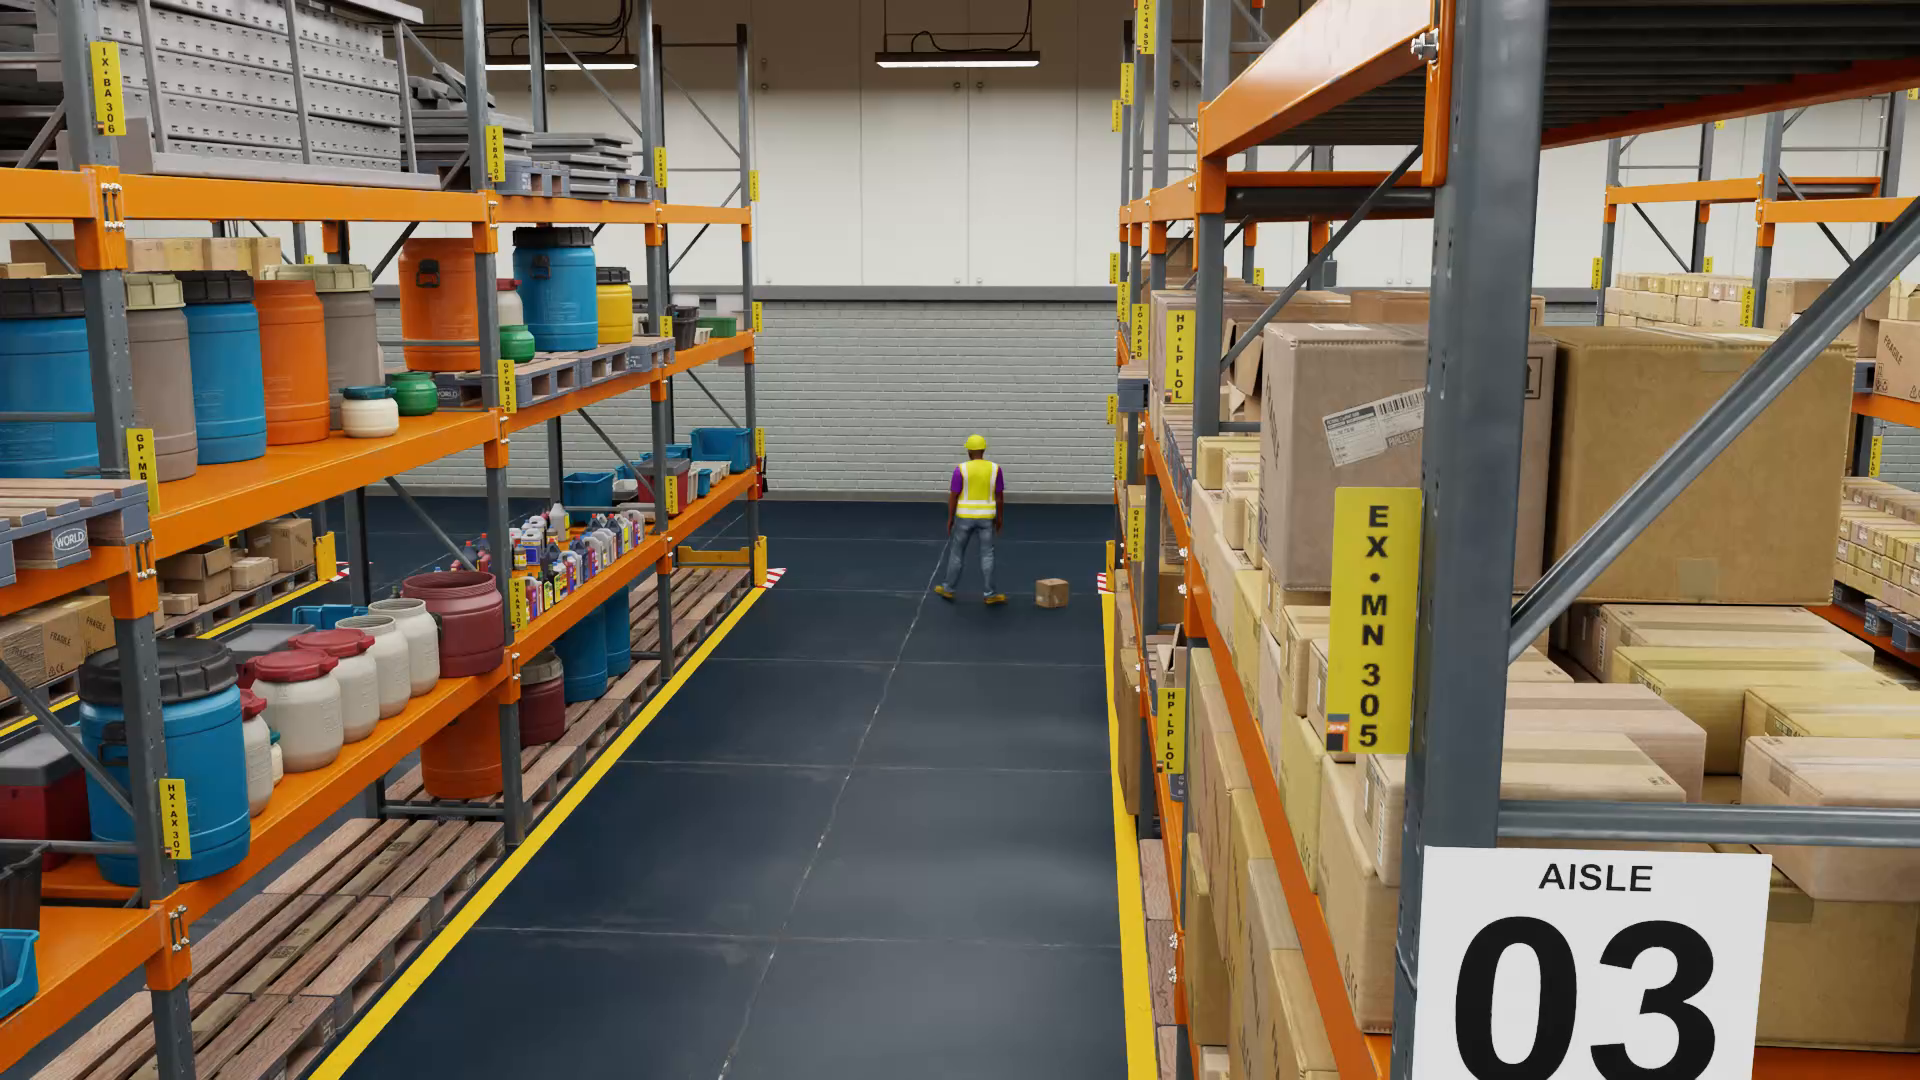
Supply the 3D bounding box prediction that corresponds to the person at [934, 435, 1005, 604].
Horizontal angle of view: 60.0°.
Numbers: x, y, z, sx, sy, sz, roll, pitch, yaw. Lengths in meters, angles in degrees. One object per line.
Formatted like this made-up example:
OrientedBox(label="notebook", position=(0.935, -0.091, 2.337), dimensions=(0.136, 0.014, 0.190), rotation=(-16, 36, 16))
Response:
OrientedBox(label="person", position=(0.109, -0.236, 17.505), dimensions=(0.700, 1.748, 0.646), rotation=(-2, 11, -9))
